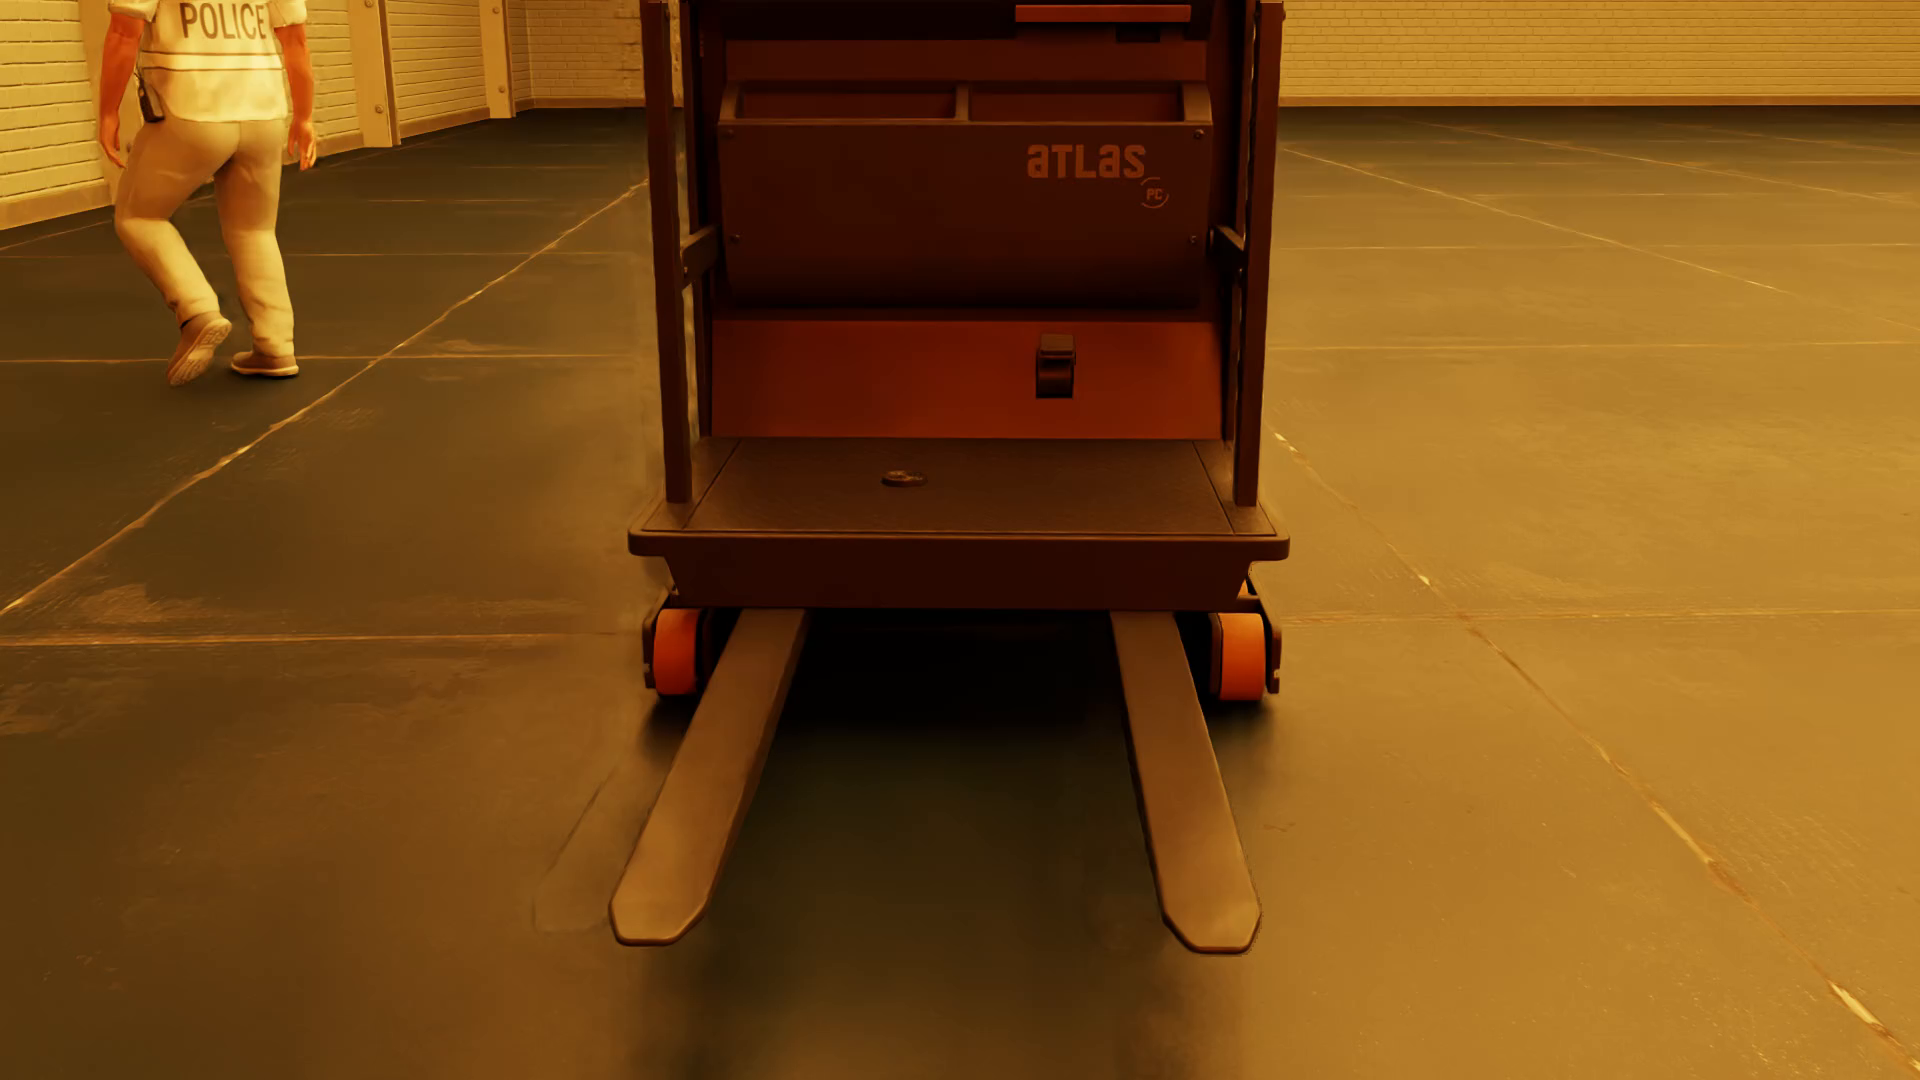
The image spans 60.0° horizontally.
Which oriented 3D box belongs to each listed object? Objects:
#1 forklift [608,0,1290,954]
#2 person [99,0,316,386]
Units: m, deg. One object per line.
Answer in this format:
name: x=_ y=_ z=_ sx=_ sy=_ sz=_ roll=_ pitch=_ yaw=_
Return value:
forklift: x=0.007 y=-1.203 z=2.841 sx=1.130 sy=2.935 sz=3.031 roll=0 pitch=17 yaw=1
person: x=-2.512 y=-1.395 z=5.522 sx=0.485 sy=1.734 sz=0.682 roll=12 pitch=21 yaw=35
